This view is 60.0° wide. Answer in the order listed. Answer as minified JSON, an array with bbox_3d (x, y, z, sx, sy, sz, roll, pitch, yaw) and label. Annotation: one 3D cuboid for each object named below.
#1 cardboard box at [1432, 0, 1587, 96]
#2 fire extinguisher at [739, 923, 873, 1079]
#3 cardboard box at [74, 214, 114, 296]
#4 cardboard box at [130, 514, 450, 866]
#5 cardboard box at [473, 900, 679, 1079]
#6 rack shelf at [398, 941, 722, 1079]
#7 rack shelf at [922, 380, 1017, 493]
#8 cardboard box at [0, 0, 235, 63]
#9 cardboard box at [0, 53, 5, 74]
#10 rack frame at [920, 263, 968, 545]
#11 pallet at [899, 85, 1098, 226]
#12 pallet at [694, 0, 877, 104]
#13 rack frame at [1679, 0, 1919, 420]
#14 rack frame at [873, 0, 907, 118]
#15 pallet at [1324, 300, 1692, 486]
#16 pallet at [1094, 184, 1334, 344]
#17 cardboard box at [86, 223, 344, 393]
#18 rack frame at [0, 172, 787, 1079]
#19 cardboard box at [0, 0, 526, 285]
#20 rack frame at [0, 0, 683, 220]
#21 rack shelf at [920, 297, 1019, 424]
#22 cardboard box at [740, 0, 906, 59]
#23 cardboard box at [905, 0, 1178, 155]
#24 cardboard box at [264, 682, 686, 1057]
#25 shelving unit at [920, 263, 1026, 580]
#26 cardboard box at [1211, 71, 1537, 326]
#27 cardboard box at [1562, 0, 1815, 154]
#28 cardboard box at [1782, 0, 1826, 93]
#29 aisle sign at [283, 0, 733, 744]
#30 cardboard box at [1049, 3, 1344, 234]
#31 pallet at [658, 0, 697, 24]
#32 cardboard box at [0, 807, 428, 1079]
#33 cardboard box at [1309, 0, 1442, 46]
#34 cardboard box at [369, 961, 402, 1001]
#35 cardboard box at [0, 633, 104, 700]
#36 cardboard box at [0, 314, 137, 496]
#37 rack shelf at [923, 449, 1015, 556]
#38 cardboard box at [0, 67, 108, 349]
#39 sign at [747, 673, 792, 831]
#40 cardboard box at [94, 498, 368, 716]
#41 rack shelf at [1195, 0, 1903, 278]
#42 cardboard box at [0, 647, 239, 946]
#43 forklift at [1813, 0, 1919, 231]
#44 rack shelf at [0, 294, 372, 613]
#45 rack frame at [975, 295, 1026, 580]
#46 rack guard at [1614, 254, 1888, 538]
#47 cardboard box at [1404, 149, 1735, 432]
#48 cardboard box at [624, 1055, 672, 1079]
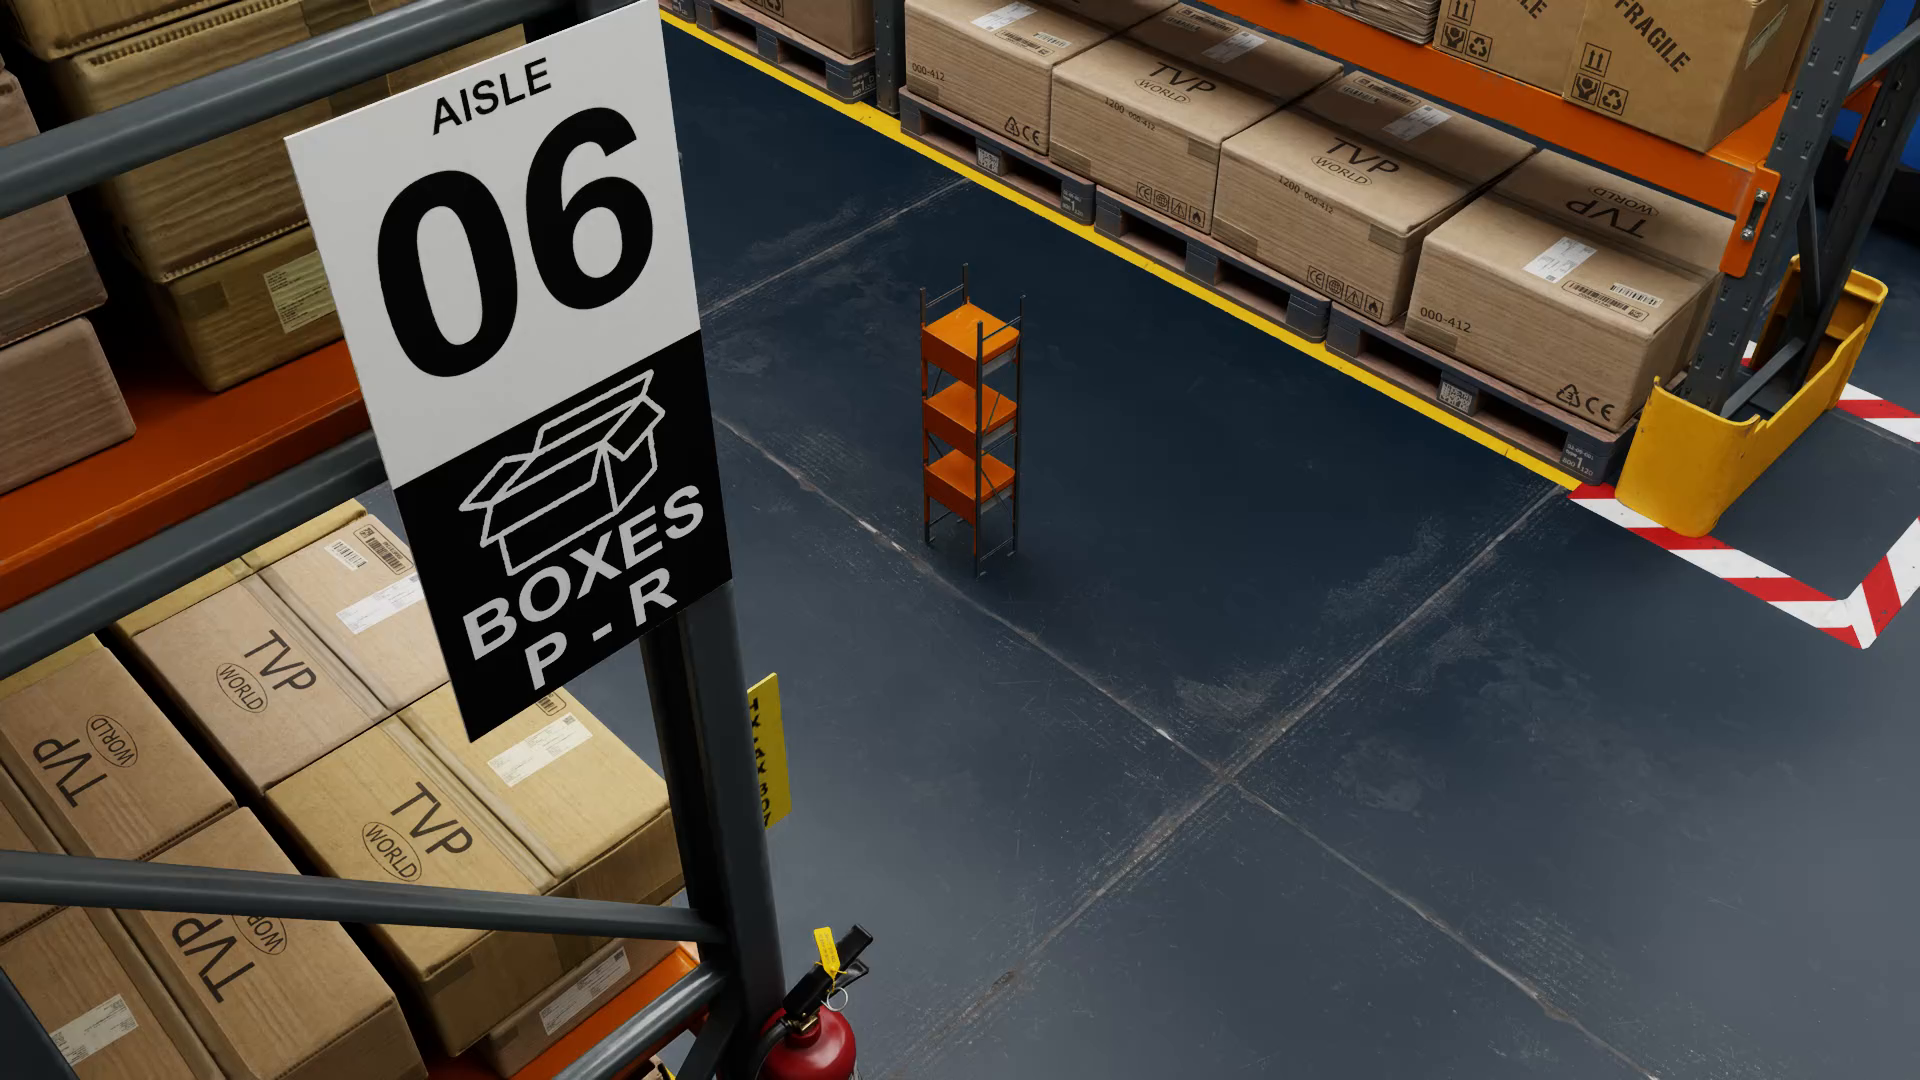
[{"bbox_3d":[1.949,-1.854,5.472,0.500,0.500,0.500,33,52,31],"label":"cardboard box"},{"bbox_3d":[-0.260,0.931,2.864,0.296,0.674,0.183,-34,53,-31],"label":"fire extinguisher"},{"bbox_3d":[-0.955,-0.471,2.024,0.380,0.149,0.250,-33,52,-31],"label":"cardboard box"},{"bbox_3d":[-1.177,0.273,3.135,0.500,0.250,0.500,-34,52,-31],"label":"cardboard box"},{"bbox_3d":[-0.729,0.720,2.946,0.250,0.149,0.380,34,52,31],"label":"cardboard box"},{"bbox_3d":[-2.103,0.220,3.832,1.077,0.370,4.000,-34,53,-31],"label":"rack shelf"},{"bbox_3d":[0.038,-0.352,5.373,0.215,0.259,0.240,-34,53,-31],"label":"rack shelf"},{"bbox_3d":[-0.826,-0.756,1.671,0.500,0.250,0.500,34,52,31],"label":"cardboard box"},{"bbox_3d":[-1.202,-0.502,1.396,0.500,0.250,0.500,33,52,30],"label":"cardboard box"},{"bbox_3d":[-0.048,-0.419,5.429,0.200,1.050,0.008,-34,53,-31],"label":"rack frame"},{"bbox_3d":[0.478,-1.959,7.714,1.003,0.211,1.213,-34,53,-31],"label":"pallet"},{"bbox_3d":[-0.602,-2.696,8.513,1.003,0.211,1.213,-34,53,-31],"label":"pallet"},{"bbox_3d":[2.821,-1.464,5.124,1.000,3.000,0.127,-34,53,-31],"label":"rack frame"},{"bbox_3d":[-0.004,-3.386,7.204,1.000,3.000,0.127,-34,53,-31],"label":"rack frame"},{"bbox_3d":[2.201,-0.786,6.446,1.003,0.211,1.213,-34,53,-31],"label":"pallet"},{"bbox_3d":[1.343,-1.373,7.080,1.003,0.211,1.213,-34,53,-31],"label":"pallet"},{"bbox_3d":[-0.751,-0.357,1.901,0.380,0.149,0.250,-33,52,-30],"label":"cardboard box"},{"bbox_3d":[-0.691,0.917,2.548,1.000,3.000,0.127,-34,53,-31],"label":"rack frame"},{"bbox_3d":[-0.811,-0.583,1.852,0.500,0.250,0.500,34,52,31],"label":"cardboard box"},{"bbox_3d":[-0.691,-1.287,0.512,1.000,3.000,0.127,-34,53,-31],"label":"rack frame"},{"bbox_3d":[0.038,-0.561,5.180,0.215,0.259,0.240,-34,53,-31],"label":"rack shelf"},{"bbox_3d":[-0.498,-3.019,8.064,0.875,0.875,0.875,-32,52,-30],"label":"cardboard box"},{"bbox_3d":[0.363,-2.246,7.549,0.875,0.438,0.875,33,52,31],"label":"cardboard box"},{"bbox_3d":[-0.821,0.515,2.873,0.500,0.250,0.500,-34,52,-31],"label":"cardboard box"},{"bbox_3d":[0.038,-0.360,5.366,0.215,1.050,0.252,-34,53,-31],"label":"shelving unit"},{"bbox_3d":[1.632,-1.382,6.614,0.875,0.438,0.875,-33,52,-30],"label":"cardboard box"},{"bbox_3d":[2.293,-1.606,5.204,0.500,0.500,0.500,-34,52,-31],"label":"cardboard box"},{"bbox_3d":[2.685,-1.869,5.489,0.500,0.500,0.500,34,52,31],"label":"cardboard box"},{"bbox_3d":[-0.435,-0.146,1.782,0.394,0.787,0.004,-34,53,-31],"label":"aisle sign"},{"bbox_3d":[0.996,-1.816,7.084,0.875,0.438,0.875,33,52,30],"label":"cardboard box"},{"bbox_3d":[-1.468,-3.283,9.147,1.003,0.211,1.213,-34,53,-31],"label":"pallet"},{"bbox_3d":[-1.204,0.769,2.599,0.500,0.250,0.500,-33,52,-30],"label":"cardboard box"},{"bbox_3d":[1.579,-2.096,5.735,0.500,0.500,0.500,-33,52,-30],"label":"cardboard box"},{"bbox_3d":[-0.941,0.620,3.054,0.380,0.149,0.250,-33,52,-30],"label":"cardboard box"},{"bbox_3d":[-1.913,0.280,3.128,0.500,0.250,0.500,-32,52,-30],"label":"cardboard box"},{"bbox_3d":[-1.081,-0.136,1.661,0.380,0.149,0.250,-33,52,-30],"label":"cardboard box"},{"bbox_3d":[0.038,-0.148,5.562,0.215,0.259,0.240,-34,53,-31],"label":"rack shelf"},{"bbox_3d":[-1.198,-0.322,1.570,0.500,0.250,0.500,33,52,31],"label":"cardboard box"},{"bbox_3d":[-0.307,0.339,2.535,0.100,0.325,0.005,-34,53,-31],"label":"sign"},{"bbox_3d":[-1.537,0.031,3.397,0.500,0.250,0.500,33,52,31],"label":"cardboard box"},{"bbox_3d":[1.408,-2.161,6.408,1.077,0.370,4.000,-34,53,-31],"label":"rack shelf"},{"bbox_3d":[-1.567,0.520,2.868,0.500,0.250,0.500,-34,52,-31],"label":"cardboard box"},{"bbox_3d":[3.729,-3.176,7.027,1.130,2.935,3.031,-29,50,-28],"label":"forklift"},{"bbox_3d":[-2.103,-0.882,2.814,1.077,0.370,4.000,-34,53,-31],"label":"rack shelf"},{"bbox_3d":[0.124,-0.301,5.302,0.200,1.050,0.008,-34,53,-31],"label":"rack frame"},{"bbox_3d":[2.838,-0.534,5.960,1.175,0.500,0.348,-34,53,-31],"label":"rack guard"},{"bbox_3d":[2.284,-0.946,6.142,0.875,0.438,0.875,32,52,30],"label":"cardboard box"},{"bbox_3d":[-1.056,1.340,3.620,0.637,0.503,0.797,32,52,30],"label":"cardboard box"}]
